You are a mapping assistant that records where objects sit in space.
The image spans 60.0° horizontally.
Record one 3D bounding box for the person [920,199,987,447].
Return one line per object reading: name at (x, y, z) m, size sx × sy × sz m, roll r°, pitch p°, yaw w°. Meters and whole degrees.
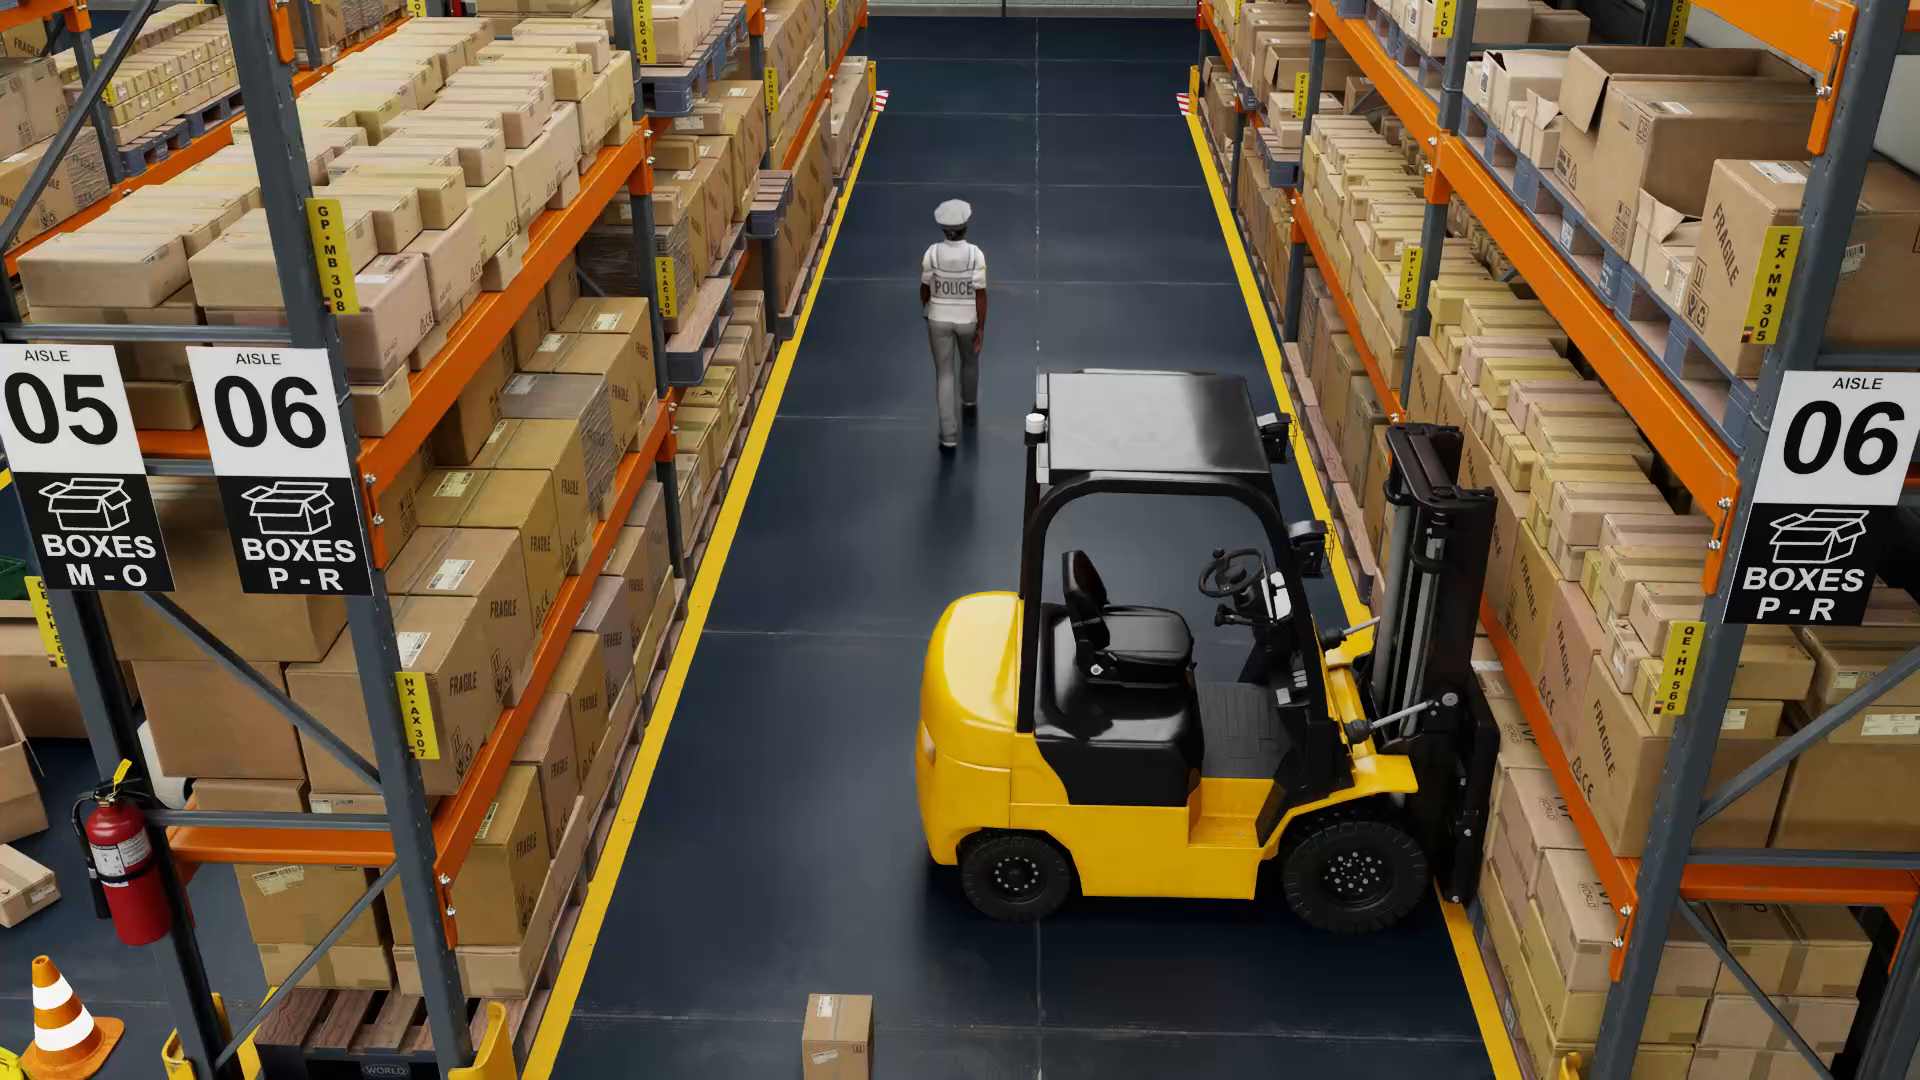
person at (-0.046, -1.563, 11.483) m, size 0.459 × 1.636 × 0.997 m, roll 0°, pitch 28°, yaw 0°
